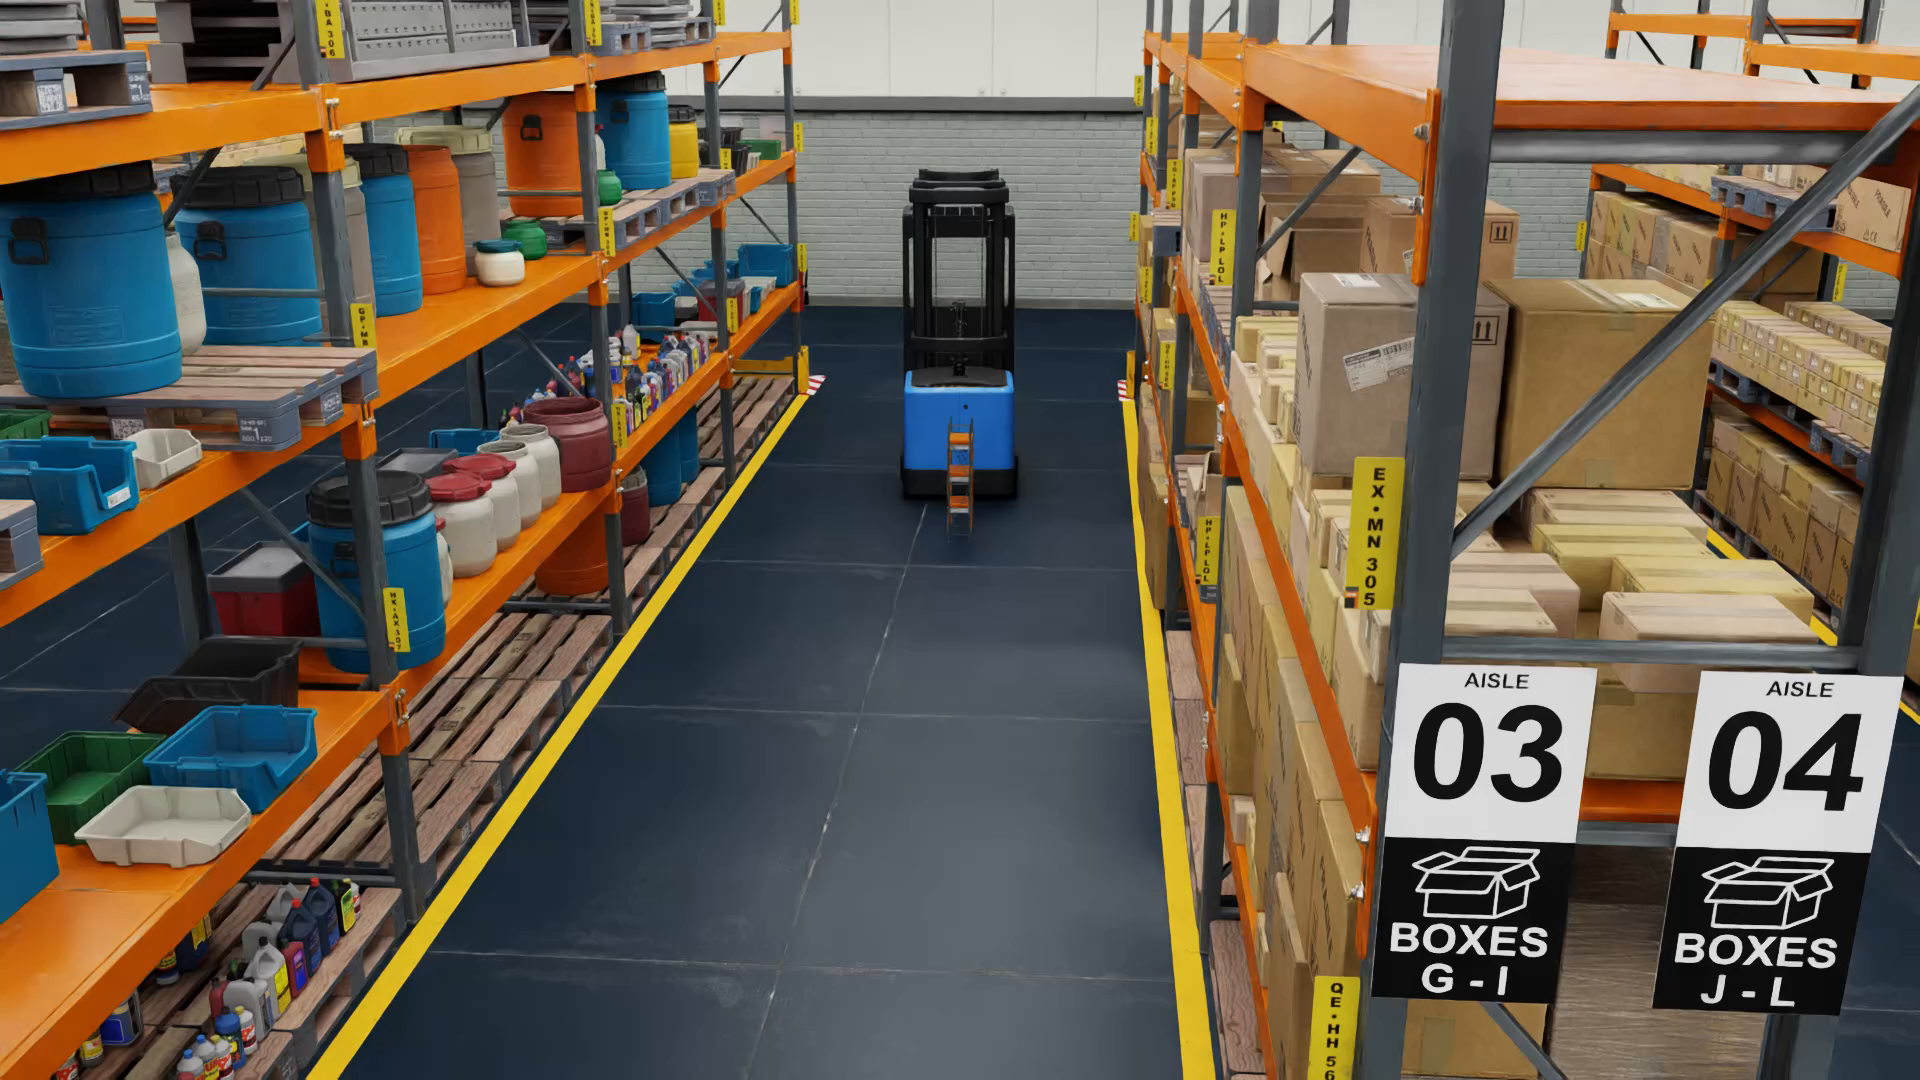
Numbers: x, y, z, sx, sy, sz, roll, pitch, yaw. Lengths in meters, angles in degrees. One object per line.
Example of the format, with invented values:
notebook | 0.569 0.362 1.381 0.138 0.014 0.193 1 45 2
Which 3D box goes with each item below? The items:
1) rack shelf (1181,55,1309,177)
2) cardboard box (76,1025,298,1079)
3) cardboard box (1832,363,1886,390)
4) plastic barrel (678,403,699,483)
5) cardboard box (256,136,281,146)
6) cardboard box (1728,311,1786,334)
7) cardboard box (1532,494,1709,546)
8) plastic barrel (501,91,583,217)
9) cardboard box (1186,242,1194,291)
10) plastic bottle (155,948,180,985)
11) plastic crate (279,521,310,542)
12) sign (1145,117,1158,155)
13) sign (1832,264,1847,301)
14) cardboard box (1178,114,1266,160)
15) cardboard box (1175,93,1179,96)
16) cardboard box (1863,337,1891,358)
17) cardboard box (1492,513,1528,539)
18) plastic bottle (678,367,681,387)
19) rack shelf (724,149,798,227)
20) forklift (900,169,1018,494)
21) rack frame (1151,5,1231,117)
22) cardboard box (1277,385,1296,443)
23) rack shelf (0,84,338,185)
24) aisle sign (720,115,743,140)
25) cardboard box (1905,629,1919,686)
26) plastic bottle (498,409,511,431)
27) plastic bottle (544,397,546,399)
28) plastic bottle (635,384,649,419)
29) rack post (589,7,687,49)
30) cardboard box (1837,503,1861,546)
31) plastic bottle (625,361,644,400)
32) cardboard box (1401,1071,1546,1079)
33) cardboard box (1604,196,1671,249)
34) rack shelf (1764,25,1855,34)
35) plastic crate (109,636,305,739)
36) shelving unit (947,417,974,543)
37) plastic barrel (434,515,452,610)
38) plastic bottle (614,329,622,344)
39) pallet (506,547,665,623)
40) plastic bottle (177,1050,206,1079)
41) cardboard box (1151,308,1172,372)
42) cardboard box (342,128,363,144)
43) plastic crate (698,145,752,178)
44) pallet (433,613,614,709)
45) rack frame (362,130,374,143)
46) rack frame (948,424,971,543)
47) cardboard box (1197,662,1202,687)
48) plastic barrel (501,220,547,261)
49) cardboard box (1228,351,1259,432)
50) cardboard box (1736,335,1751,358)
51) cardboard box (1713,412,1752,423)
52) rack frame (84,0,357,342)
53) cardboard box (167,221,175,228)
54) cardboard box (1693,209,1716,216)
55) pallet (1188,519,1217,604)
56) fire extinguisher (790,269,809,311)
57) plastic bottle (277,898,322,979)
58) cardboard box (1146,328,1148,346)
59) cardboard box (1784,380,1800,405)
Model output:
rack shelf | 1.829 -2.329 8.877 1.077 0.370 4.000 1 18 4
cardboard box | -3.429 2.413 6.719 1.085 0.211 1.280 3 18 8
cardboard box | 6.529 -1.174 11.962 0.380 0.149 0.250 2 18 6
plastic barrel | -2.737 -1.018 15.408 0.600 0.901 0.708 1 18 4
cardboard box | -7.257 -4.143 16.872 0.500 0.250 0.500 1 18 4
cardboard box | 6.677 -1.816 13.922 0.380 0.149 0.250 1 18 4
cardboard box | 1.750 -0.013 4.429 0.380 0.149 0.250 2 18 6
plastic barrel | -2.924 -2.747 11.808 0.600 0.830 0.708 1 18 4
cardboard box | 1.648 -1.686 10.174 0.500 0.250 0.500 2 18 5
plastic bottle | -3.616 1.877 7.552 0.097 0.271 0.097 0 18 0
plastic crate | -3.486 0.159 9.148 0.392 0.384 0.575 1 18 4
sign | 1.706 -3.594 14.800 0.100 0.325 0.005 1 18 4
sign | 7.753 -2.270 14.675 0.100 0.325 0.005 1 18 4
cardboard box | 2.228 -3.366 14.225 0.700 0.500 0.500 2 18 5
cardboard box | 2.478 -4.164 16.501 0.700 0.500 0.500 2 18 6
cardboard box | 7.253 -1.477 12.887 0.380 0.149 0.250 1 18 3
cardboard box | 1.762 0.041 4.904 0.500 0.250 0.500 1 18 4
plastic bottle | -2.440 -1.412 14.233 0.097 0.201 0.097 0 18 0
rack shelf | -2.538 -3.689 17.202 1.077 0.370 4.000 1 18 4
forklift | -0.013 -2.220 16.491 1.130 2.935 3.031 0 18 0
rack frame | 2.549 -5.967 18.181 0.949 2.616 0.053 1 18 4
cardboard box | 1.299 -0.433 5.710 0.380 0.149 0.250 1 18 3
rack shelf | -3.398 -1.197 5.423 1.077 0.370 4.000 1 18 4
aisle sign | -2.685 -4.491 19.136 0.394 0.787 0.004 1 18 4
cardboard box | 6.779 0.567 10.813 1.050 0.750 0.750 1 18 3
plastic bottle | -3.364 -0.822 12.300 0.061 0.283 0.133 1 18 4
plastic bottle | -3.286 -1.041 13.101 0.097 0.201 0.097 0 18 0
plastic bottle | -2.519 -1.100 13.170 0.097 0.271 0.097 0 18 0
rack post | -2.699 -3.966 12.878 0.937 0.300 0.954 3 18 10
cardboard box | 6.700 -0.076 11.972 0.500 0.250 0.500 1 18 3
plastic bottle | -2.661 -1.287 13.614 0.144 0.351 0.185 1 18 4
cardboard box | 1.466 1.494 4.407 0.875 0.500 0.500 1 18 4
cardboard box | 7.159 -3.347 17.578 0.500 0.500 0.500 2 18 6
rack shelf | 7.343 -4.928 15.942 0.831 0.071 3.687 1 18 4
plastic crate | -3.419 0.690 7.601 0.767 0.338 0.504 1 18 4
shelving unit | 0.004 -0.516 14.310 0.215 1.050 0.252 1 18 4
plastic barrel | -2.967 0.144 8.949 0.433 0.535 0.433 0 18 0
plastic bottle | -3.142 -1.783 15.234 0.061 0.283 0.133 1 18 4
pallet | -2.953 0.337 13.054 1.003 0.211 1.213 1 18 4
plastic bottle | -3.076 2.168 6.666 0.097 0.271 0.097 0 18 0
cardboard box | 1.977 -1.784 14.889 0.500 0.500 0.500 1 18 4
cardboard box | -7.108 -4.527 18.845 0.500 0.250 0.500 1 18 4
plastic crate | -2.318 -3.727 16.373 0.497 0.269 0.590 1 18 4
pallet | -3.062 0.823 11.572 1.003 0.211 1.213 1 18 4
rack frame | -7.335 -3.338 19.794 1.000 3.000 0.127 1 18 4
rack frame | -0.005 -0.478 14.195 0.200 1.050 0.008 1 18 4
cardboard box | 1.917 0.729 10.690 0.700 0.500 0.500 0 18 -1
plastic barrel | -2.934 -2.016 11.189 0.294 0.245 0.294 0 18 0
cardboard box | 1.398 -0.609 6.888 0.500 0.250 0.500 1 18 2
cardboard box | 6.659 -1.599 13.738 0.380 0.149 0.250 1 18 2
cardboard box | 7.478 -1.125 15.988 0.380 0.149 0.250 1 18 3
rack frame | -3.254 -2.350 7.144 1.000 3.000 0.127 1 18 4
cardboard box | -7.809 -2.941 16.814 0.500 0.500 0.500 1 18 3
cardboard box | 7.602 -3.007 16.538 0.500 0.500 0.500 1 18 2
pallet | 1.871 0.076 9.683 1.003 0.211 1.213 1 18 4
fire extinguisher | -1.930 -3.049 19.635 0.296 0.674 0.183 1 18 4
plastic bottle | -3.027 1.816 7.610 0.144 0.351 0.185 0 18 1
cardboard box | 1.973 -1.936 15.919 0.380 0.149 0.250 2 18 5
cardboard box | 6.587 -1.131 12.787 0.380 0.149 0.250 2 18 6
